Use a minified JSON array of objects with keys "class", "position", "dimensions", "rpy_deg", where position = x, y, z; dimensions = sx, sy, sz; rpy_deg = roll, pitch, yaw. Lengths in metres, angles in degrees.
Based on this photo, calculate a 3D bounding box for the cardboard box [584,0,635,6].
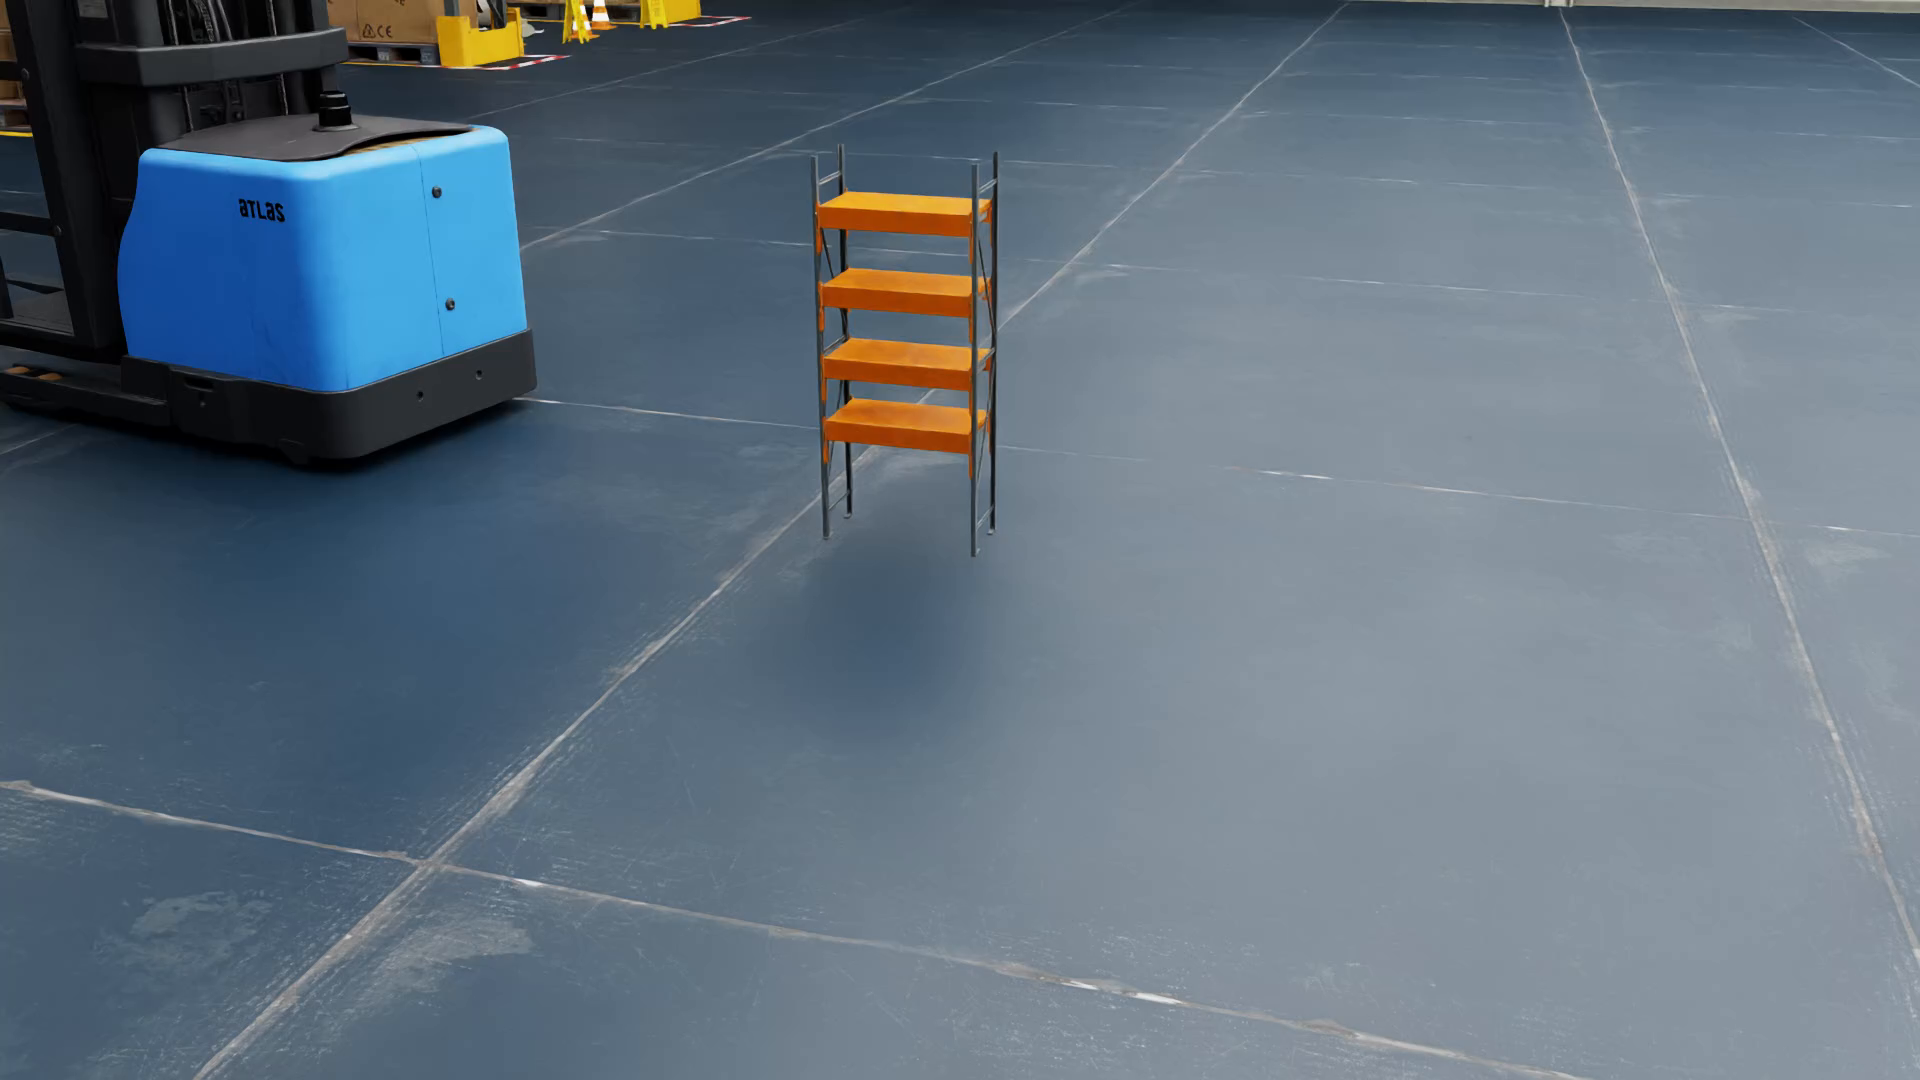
[{"class":"cardboard box","position":[-4.639,-7.221,21.992],"dimensions":[0.500,0.250,0.500],"rpy_deg":[6,23,15]}]

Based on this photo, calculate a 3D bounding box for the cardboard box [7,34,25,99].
[{"class":"cardboard box","position":[-7.220,-3.817,13.364],"dimensions":[0.500,0.500,0.500],"rpy_deg":[11,25,25]}]

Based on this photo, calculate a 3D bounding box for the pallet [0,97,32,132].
[{"class":"pallet","position":[-7.468,-3.525,13.586],"dimensions":[1.213,0.211,1.003],"rpy_deg":[7,23,16]}]

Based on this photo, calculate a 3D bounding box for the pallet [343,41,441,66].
[{"class":"pallet","position":[-5.886,-5.265,17.828],"dimensions":[1.213,0.211,1.003],"rpy_deg":[7,23,15]}]

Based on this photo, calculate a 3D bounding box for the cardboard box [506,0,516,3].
[{"class":"cardboard box","position":[-6.084,-7.392,22.408],"dimensions":[0.500,0.250,0.500],"rpy_deg":[6,23,15]}]

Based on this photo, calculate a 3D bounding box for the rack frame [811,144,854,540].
[{"class":"rack frame","position":[-0.392,-0.600,5.152],"dimensions":[0.015,1.200,0.240],"rpy_deg":[7,23,16]}]

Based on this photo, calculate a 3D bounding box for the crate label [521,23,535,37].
[{"class":"crate label","position":[-5.315,-6.183,20.162],"dimensions":[0.298,0.136,0.250],"rpy_deg":[-5,23,-12]}]

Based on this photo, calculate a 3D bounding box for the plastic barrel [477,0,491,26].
[{"class":"plastic barrel","position":[-6.179,-6.790,21.265],"dimensions":[0.512,0.421,0.421],"rpy_deg":[-14,26,-30]}]

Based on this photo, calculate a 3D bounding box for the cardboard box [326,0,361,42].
[{"class":"cardboard box","position":[-6.609,-5.853,17.833],"dimensions":[0.875,0.875,0.875],"rpy_deg":[6,23,15]}]

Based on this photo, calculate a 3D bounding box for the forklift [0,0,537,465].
[{"class":"forklift","position":[-3.213,-1.998,6.278],"dimensions":[3.031,2.935,1.130],"rpy_deg":[11,25,26]}]

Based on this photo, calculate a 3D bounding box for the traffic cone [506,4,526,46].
[{"class":"traffic cone","position":[-5.196,-5.896,19.035],"dimensions":[0.334,0.463,0.336],"rpy_deg":[7,23,16]}]

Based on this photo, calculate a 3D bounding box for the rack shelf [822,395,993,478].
[{"class":"rack shelf","position":[-0.158,-0.327,5.187],"dimensions":[0.480,0.148,0.258],"rpy_deg":[7,23,16]}]

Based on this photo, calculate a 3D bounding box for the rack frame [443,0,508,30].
[{"class":"rack frame","position":[-5.098,-6.496,17.154],"dimensions":[0.127,3.000,1.000],"rpy_deg":[7,23,16]}]

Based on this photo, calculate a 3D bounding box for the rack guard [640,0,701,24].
[{"class":"rack guard","position":[-3.837,-7.157,22.060],"dimensions":[0.348,0.500,1.175],"rpy_deg":[7,23,16]}]

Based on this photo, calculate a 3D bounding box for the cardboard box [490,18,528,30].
[{"class":"cardboard box","position":[-5.602,-6.396,20.667],"dimensions":[0.380,0.149,0.250],"rpy_deg":[-20,29,-39]}]

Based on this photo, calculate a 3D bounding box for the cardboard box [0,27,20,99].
[{"class":"cardboard box","position":[-7.802,-3.870,13.493],"dimensions":[0.500,0.500,0.500],"rpy_deg":[13,26,29]}]

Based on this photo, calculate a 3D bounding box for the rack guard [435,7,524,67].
[{"class":"rack guard","position":[-5.075,-5.337,17.622],"dimensions":[0.348,0.500,1.175],"rpy_deg":[7,23,16]}]

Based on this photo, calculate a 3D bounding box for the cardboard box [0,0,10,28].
[{"class":"cardboard box","position":[-10.470,-6.230,18.918],"dimensions":[0.750,0.750,1.050],"rpy_deg":[7,23,15]}]

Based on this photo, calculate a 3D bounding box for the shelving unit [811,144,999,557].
[{"class":"shelving unit","position":[-0.158,-0.573,5.087],"dimensions":[0.503,1.200,0.258],"rpy_deg":[7,23,16]}]

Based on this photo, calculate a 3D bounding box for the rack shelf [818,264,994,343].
[{"class":"rack shelf","position":[-0.158,-0.718,5.027],"dimensions":[0.480,0.148,0.258],"rpy_deg":[7,23,16]}]

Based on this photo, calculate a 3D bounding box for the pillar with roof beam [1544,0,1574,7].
[{"class":"pillar with roof beam","position":[7.504,-10.409,18.789],"dimensions":[0.400,9.000,9.100],"rpy_deg":[7,23,16]}]

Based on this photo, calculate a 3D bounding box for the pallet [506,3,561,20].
[{"class":"pallet","position":[-5.769,-7.260,22.691],"dimensions":[1.213,0.211,1.003],"rpy_deg":[7,23,16]}]

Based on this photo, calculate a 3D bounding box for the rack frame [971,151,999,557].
[{"class":"rack frame","position":[0.075,-0.547,5.021],"dimensions":[0.015,1.200,0.240],"rpy_deg":[7,23,16]}]

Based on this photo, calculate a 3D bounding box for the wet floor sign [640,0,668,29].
[{"class":"wet floor sign","position":[-3.892,-6.807,21.014],"dimensions":[0.232,0.644,0.267],"rpy_deg":[16,27,34]}]

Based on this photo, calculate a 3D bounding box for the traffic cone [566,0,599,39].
[{"class":"traffic cone","position":[-4.544,-6.270,19.945],"dimensions":[0.334,0.463,0.336],"rpy_deg":[7,23,16]}]

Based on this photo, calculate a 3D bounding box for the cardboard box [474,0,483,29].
[{"class":"cardboard box","position":[-6.178,-6.423,20.266],"dimensions":[0.637,0.503,0.797],"rpy_deg":[-9,24,-21]}]

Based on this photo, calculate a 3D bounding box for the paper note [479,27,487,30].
[{"class":"paper note","position":[-6.015,-6.455,20.980],"dimensions":[0.142,0.019,0.148],"rpy_deg":[16,27,34]}]

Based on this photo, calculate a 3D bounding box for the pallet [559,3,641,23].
[{"class":"pallet","position":[-4.605,-7.126,22.363],"dimensions":[1.213,0.211,1.003],"rpy_deg":[7,23,16]}]

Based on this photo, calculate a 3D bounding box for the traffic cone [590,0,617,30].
[{"class":"traffic cone","position":[-4.549,-6.710,21.019],"dimensions":[0.334,0.463,0.336],"rpy_deg":[7,23,16]}]

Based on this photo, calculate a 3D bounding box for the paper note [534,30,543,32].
[{"class":"paper note","position":[-5.245,-6.312,20.618],"dimensions":[0.142,0.019,0.148],"rpy_deg":[-1,22,-3]}]

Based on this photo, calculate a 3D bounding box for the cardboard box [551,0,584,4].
[{"class":"cardboard box","position":[-5.110,-7.278,22.131],"dimensions":[0.500,0.250,0.500],"rpy_deg":[7,23,16]}]

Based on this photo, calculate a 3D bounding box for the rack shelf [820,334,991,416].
[{"class":"rack shelf","position":[-0.158,-0.511,5.112],"dimensions":[0.480,0.148,0.258],"rpy_deg":[7,23,16]}]

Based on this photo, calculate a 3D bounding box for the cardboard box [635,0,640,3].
[{"class":"cardboard box","position":[-4.457,-7.417,22.468],"dimensions":[0.500,0.250,0.500],"rpy_deg":[6,23,15]}]

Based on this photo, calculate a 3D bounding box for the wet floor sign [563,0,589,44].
[{"class":"wet floor sign","position":[-4.498,-6.123,19.347],"dimensions":[0.232,0.644,0.267],"rpy_deg":[3,22,6]}]

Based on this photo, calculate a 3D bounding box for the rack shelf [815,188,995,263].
[{"class":"rack shelf","position":[-0.158,-0.937,4.937],"dimensions":[0.480,0.148,0.258],"rpy_deg":[7,23,16]}]

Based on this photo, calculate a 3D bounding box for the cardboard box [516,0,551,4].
[{"class":"cardboard box","position":[-5.612,-7.334,22.266],"dimensions":[0.500,0.250,0.500],"rpy_deg":[6,23,14]}]

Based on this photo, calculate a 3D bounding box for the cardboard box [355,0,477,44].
[{"class":"cardboard box","position":[-5.766,-5.758,17.600],"dimensions":[0.875,0.875,0.875],"rpy_deg":[7,23,16]}]
